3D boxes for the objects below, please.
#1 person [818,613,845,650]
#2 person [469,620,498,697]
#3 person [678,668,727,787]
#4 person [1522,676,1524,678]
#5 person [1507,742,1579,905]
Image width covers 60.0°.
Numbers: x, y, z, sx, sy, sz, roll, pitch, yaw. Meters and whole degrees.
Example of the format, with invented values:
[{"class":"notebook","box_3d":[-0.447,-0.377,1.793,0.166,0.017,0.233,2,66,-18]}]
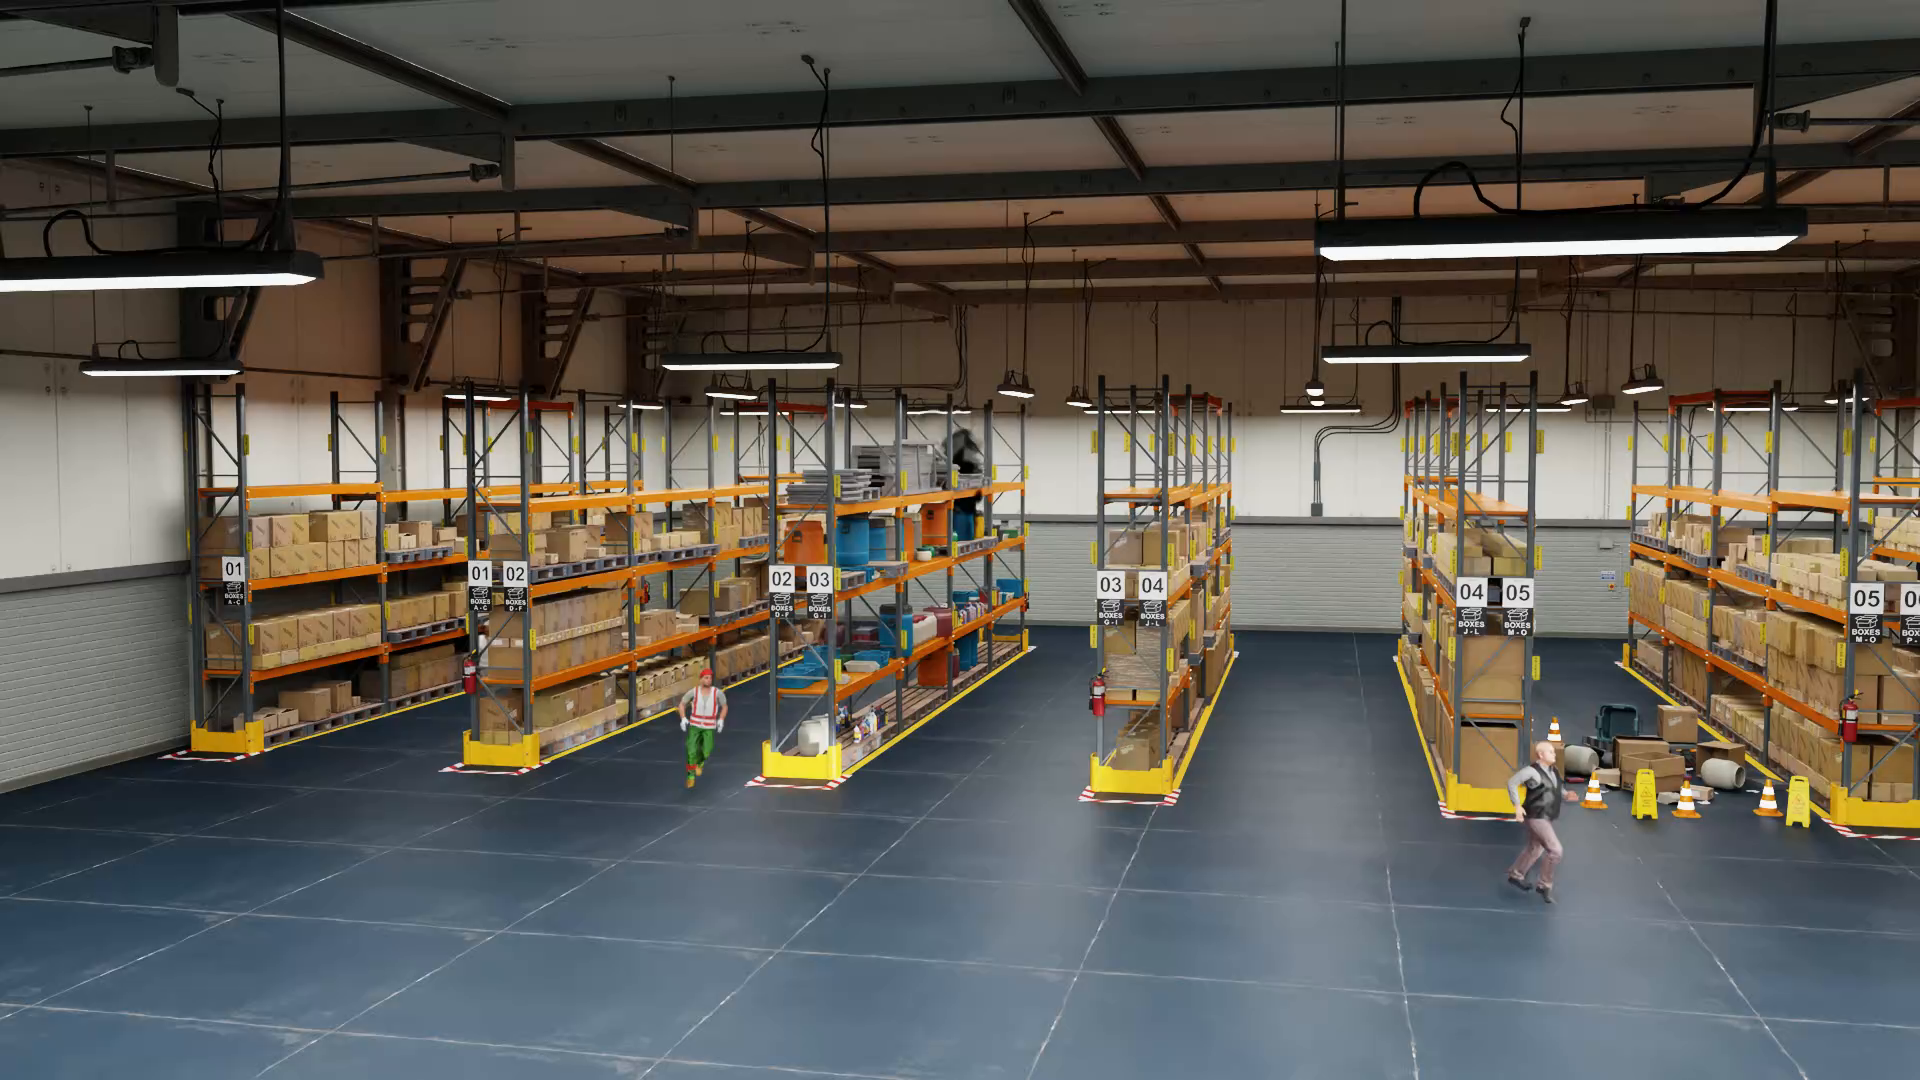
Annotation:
[{"class":"person","box_3d":[-2.444,2.285,32.394,0.711,1.769,0.900,0,3,9]},{"class":"person","box_3d":[-8.565,2.354,30.288,0.697,1.813,0.906,0,3,-1]},{"class":"person","box_3d":[-3.780,2.752,24.461,0.714,1.732,0.562,0,3,-8]},{"class":"person","box_3d":[11.978,2.173,35.585,0.516,1.592,0.613,0,3,5]},{"class":"person","box_3d":[6.390,3.101,18.279,0.620,1.774,0.833,-3,4,-43]}]
